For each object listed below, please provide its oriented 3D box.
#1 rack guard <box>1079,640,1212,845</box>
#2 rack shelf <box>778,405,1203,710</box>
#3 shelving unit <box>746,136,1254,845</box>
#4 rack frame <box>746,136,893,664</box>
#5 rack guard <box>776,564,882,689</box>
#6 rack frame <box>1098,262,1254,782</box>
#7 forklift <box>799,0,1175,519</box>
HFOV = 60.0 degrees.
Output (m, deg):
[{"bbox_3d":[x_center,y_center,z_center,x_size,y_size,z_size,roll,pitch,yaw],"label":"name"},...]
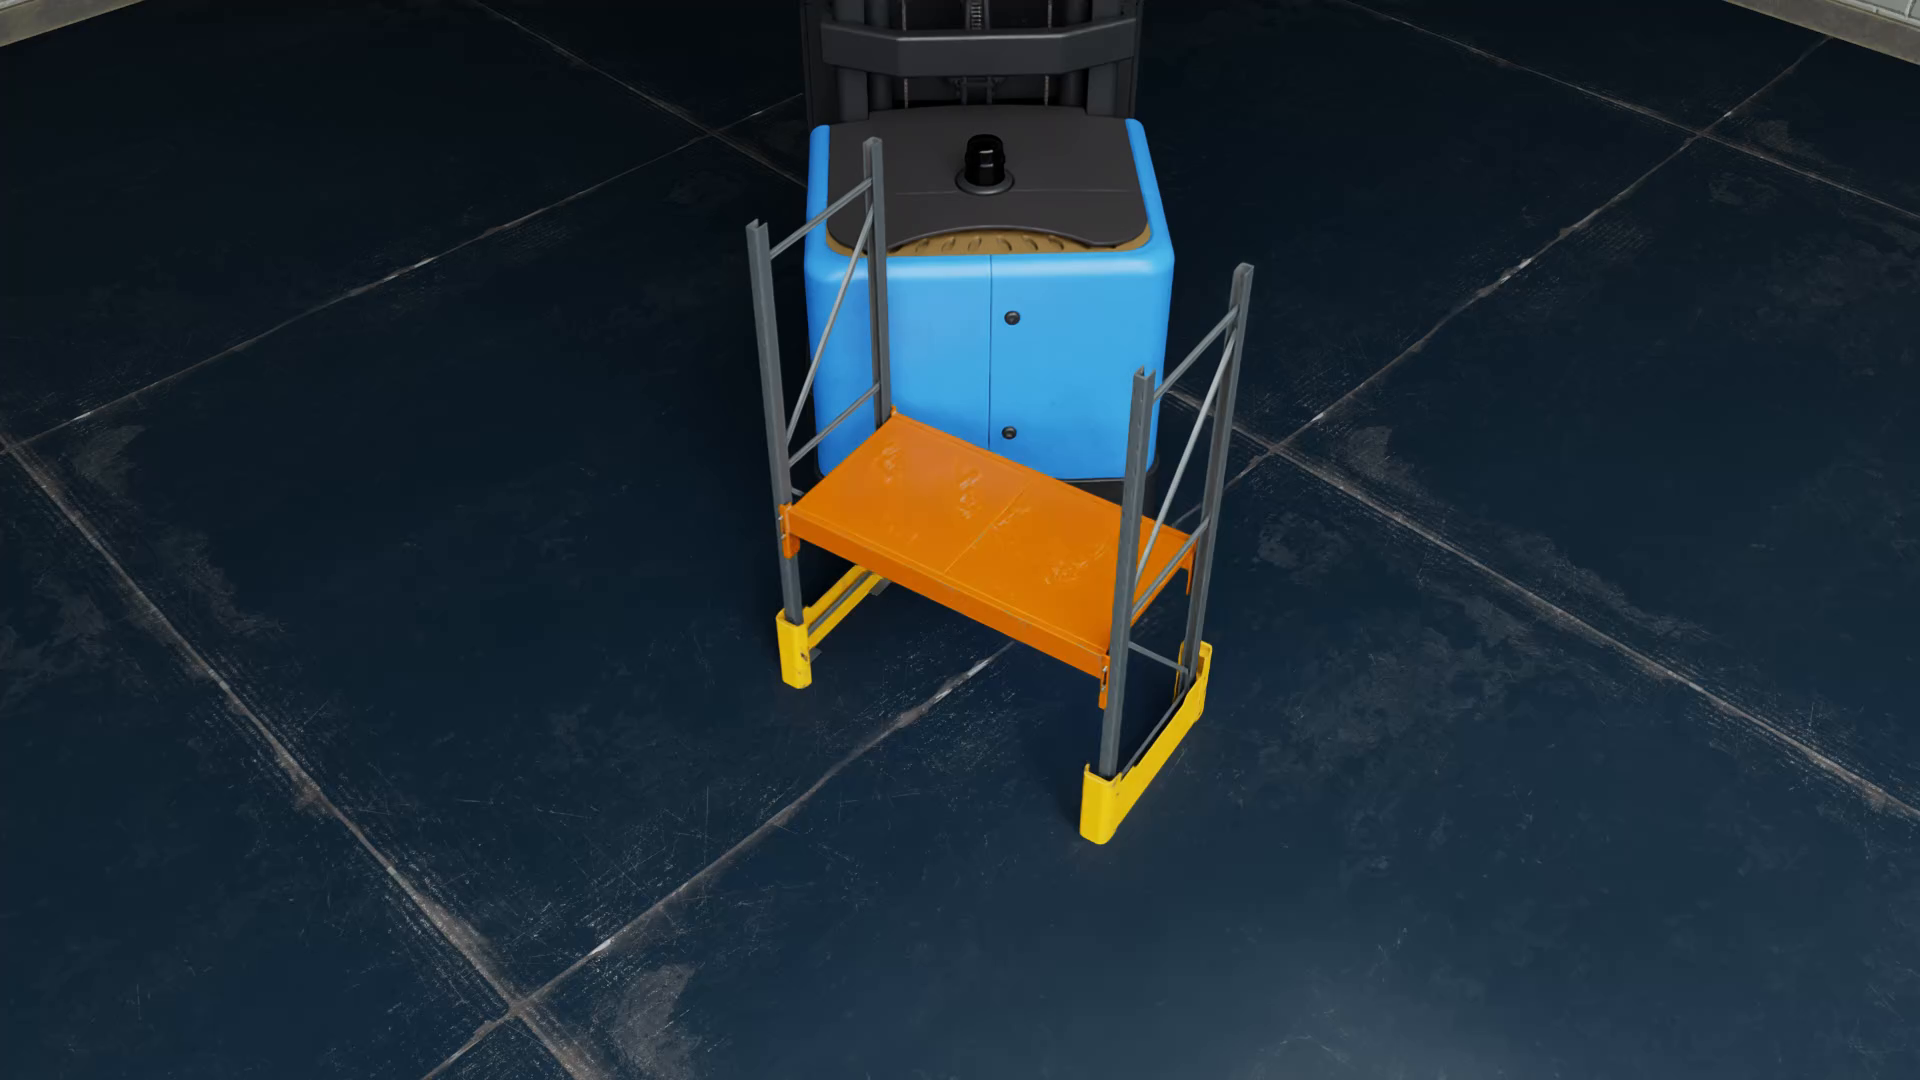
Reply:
[{"bbox_3d":[0.504,0.535,4.486,0.087,0.250,0.587,24,48,24],"label":"rack guard"},{"bbox_3d":[0.081,0.018,4.390,1.000,0.185,0.538,24,48,24],"label":"rack shelf"},{"bbox_3d":[0.089,-0.110,4.264,1.083,1.500,0.587,24,48,24],"label":"shelving unit"},{"bbox_3d":[-0.342,-0.304,4.474,0.032,1.500,0.500,24,48,24],"label":"rack frame"},{"bbox_3d":[-0.326,0.162,4.891,0.087,0.250,0.587,24,48,24],"label":"rack guard"},{"bbox_3d":[0.505,0.077,4.062,0.032,1.500,0.500,24,48,24],"label":"rack frame"},{"bbox_3d":[0.024,-2.042,5.301,1.130,2.935,3.031,-2,43,-2],"label":"forklift"}]
